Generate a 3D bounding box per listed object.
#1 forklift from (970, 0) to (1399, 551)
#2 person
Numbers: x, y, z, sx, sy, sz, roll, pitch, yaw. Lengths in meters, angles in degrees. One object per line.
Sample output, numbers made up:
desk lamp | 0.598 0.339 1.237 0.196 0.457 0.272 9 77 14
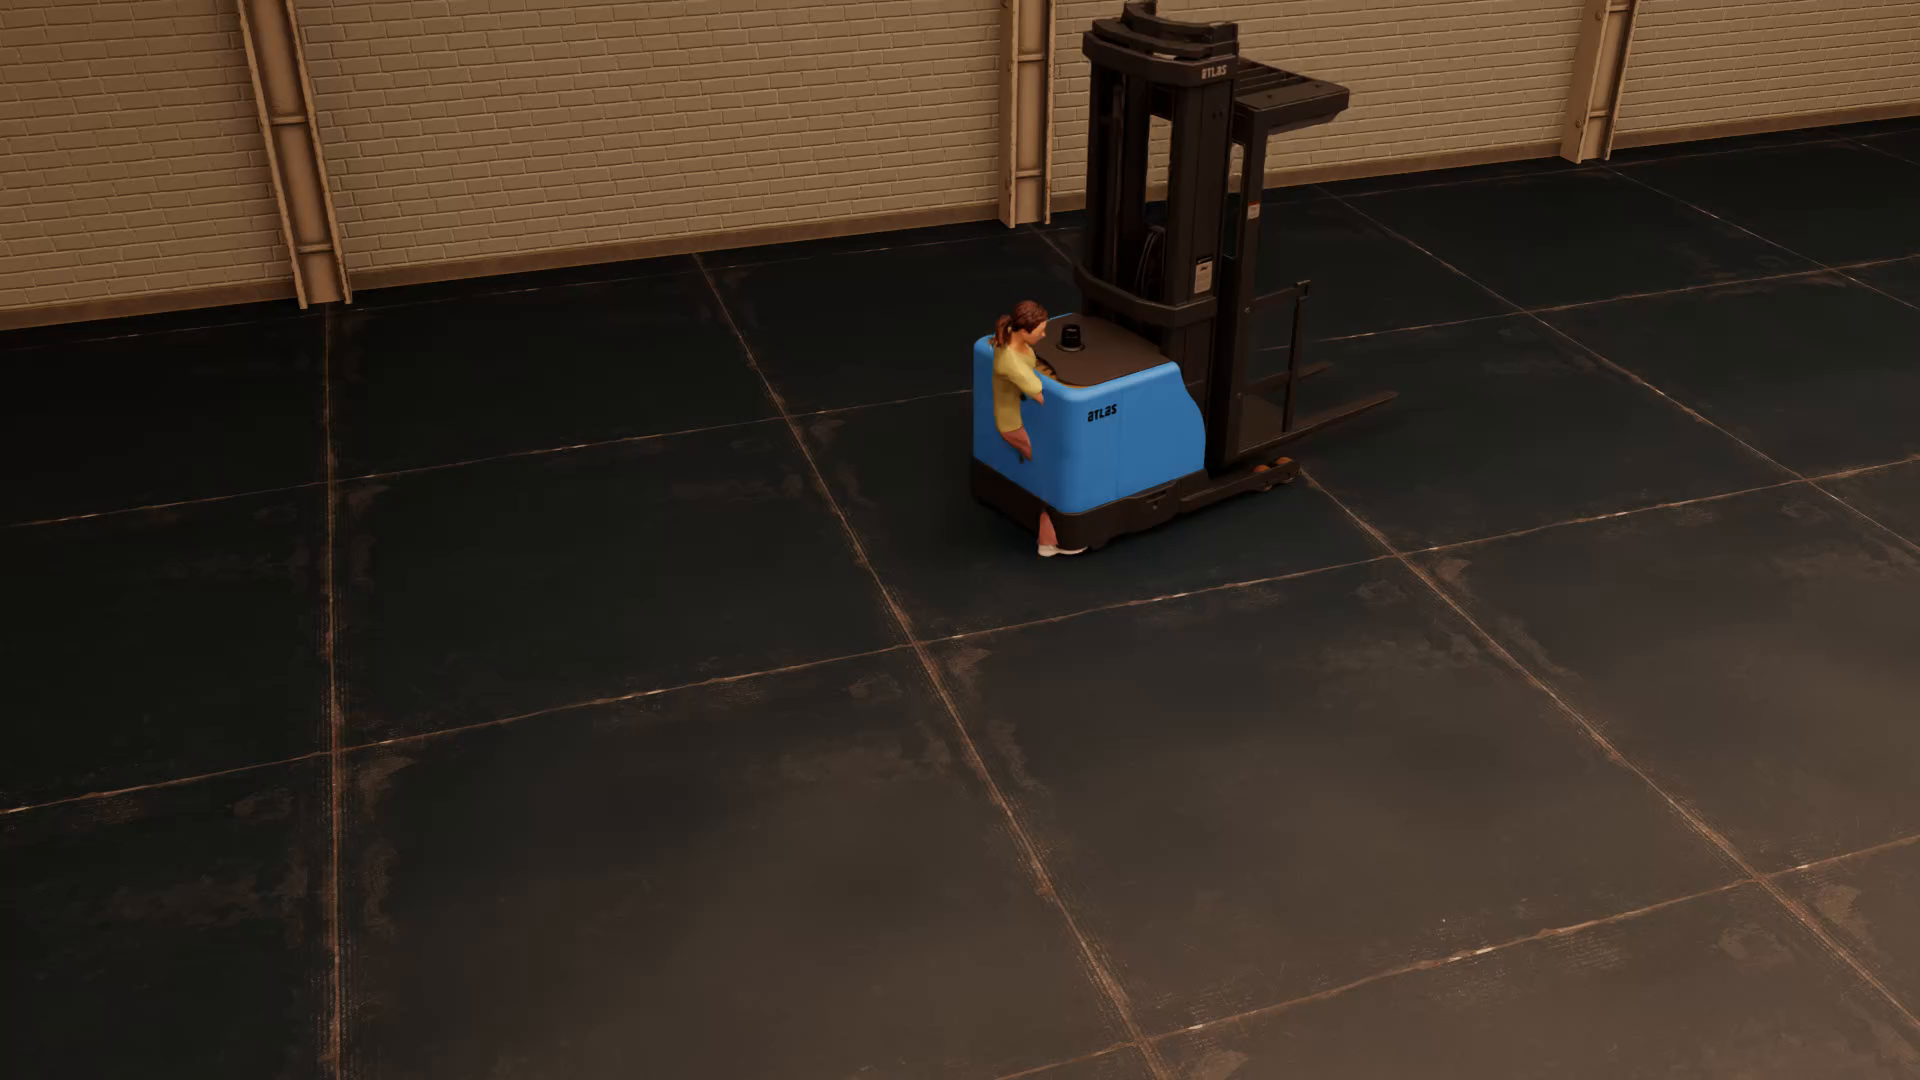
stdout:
forklift | 1.562 -1.773 10.169 3.031 2.935 1.130 -19 35 -30
person | 0.529 -0.740 9.834 0.712 1.473 0.844 1 30 1
